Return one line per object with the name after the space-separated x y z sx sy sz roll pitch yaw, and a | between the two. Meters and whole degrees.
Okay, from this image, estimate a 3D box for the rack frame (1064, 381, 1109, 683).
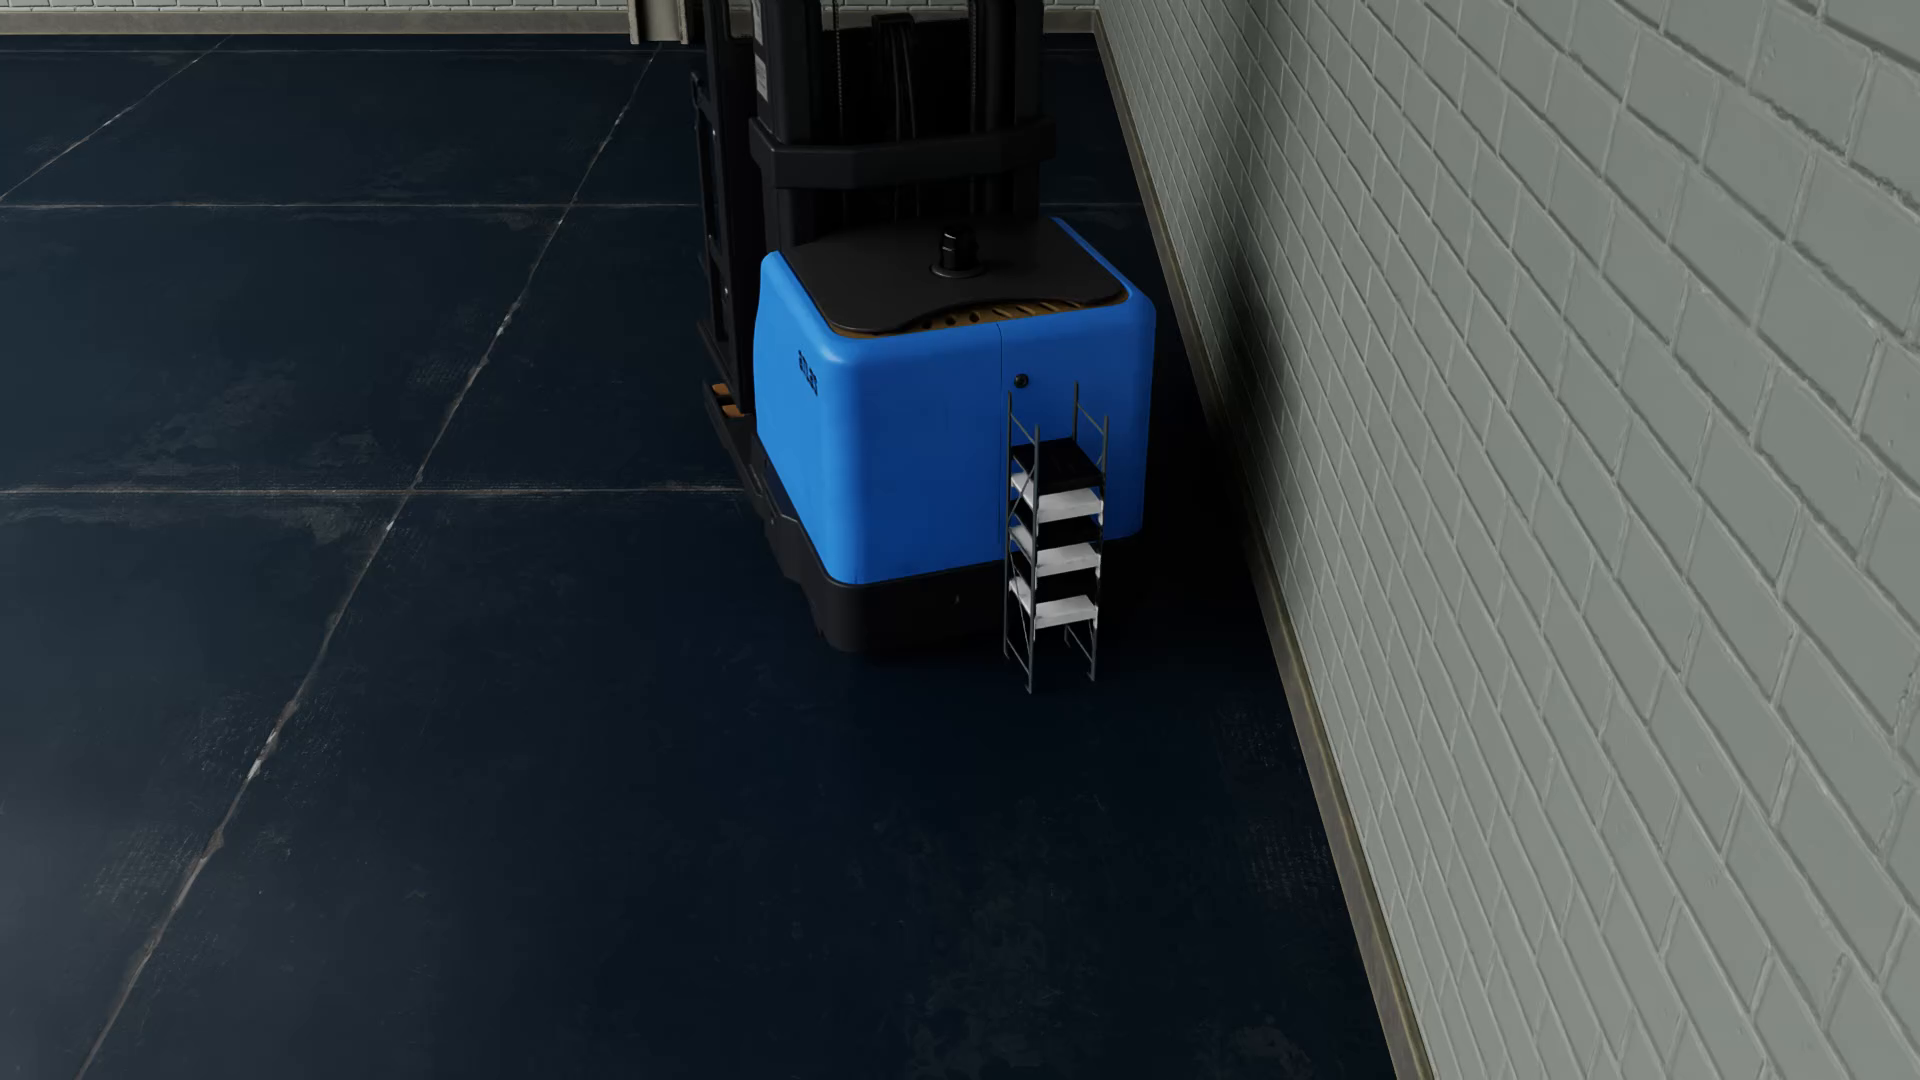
0.369 -0.012 4.902 0.006 0.900 0.240 -10 33 -16 | rack frame

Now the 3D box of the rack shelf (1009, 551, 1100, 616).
0.273 0.110 4.938 0.200 0.077 0.258 -10 33 -16 | rack shelf

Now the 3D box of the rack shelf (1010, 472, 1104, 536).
0.272 -0.121 4.798 0.200 0.077 0.258 -10 33 -16 | rack shelf

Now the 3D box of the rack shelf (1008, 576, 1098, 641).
0.273 0.187 4.985 0.200 0.077 0.258 -10 33 -16 | rack shelf

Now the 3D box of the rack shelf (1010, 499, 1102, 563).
0.272 -0.044 4.845 0.200 0.077 0.258 -10 33 -16 | rack shelf

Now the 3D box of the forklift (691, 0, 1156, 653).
-0.362 -1.663 5.665 1.130 2.935 3.031 -10 33 -16 | forklift

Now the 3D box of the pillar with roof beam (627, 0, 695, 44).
-2.014 -5.069 5.429 0.400 9.000 9.100 0 31 0 | pillar with roof beam

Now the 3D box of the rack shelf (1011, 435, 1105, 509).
0.272 -0.197 4.751 0.200 0.077 0.258 -10 33 -16 | rack shelf

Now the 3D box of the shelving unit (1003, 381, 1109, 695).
0.272 0.005 4.874 0.210 0.900 0.258 -10 33 -16 | shelving unit

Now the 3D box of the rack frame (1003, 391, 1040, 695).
0.176 0.022 4.846 0.006 0.900 0.240 -10 33 -16 | rack frame

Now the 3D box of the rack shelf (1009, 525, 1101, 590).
0.272 0.033 4.892 0.200 0.077 0.258 -10 33 -16 | rack shelf
